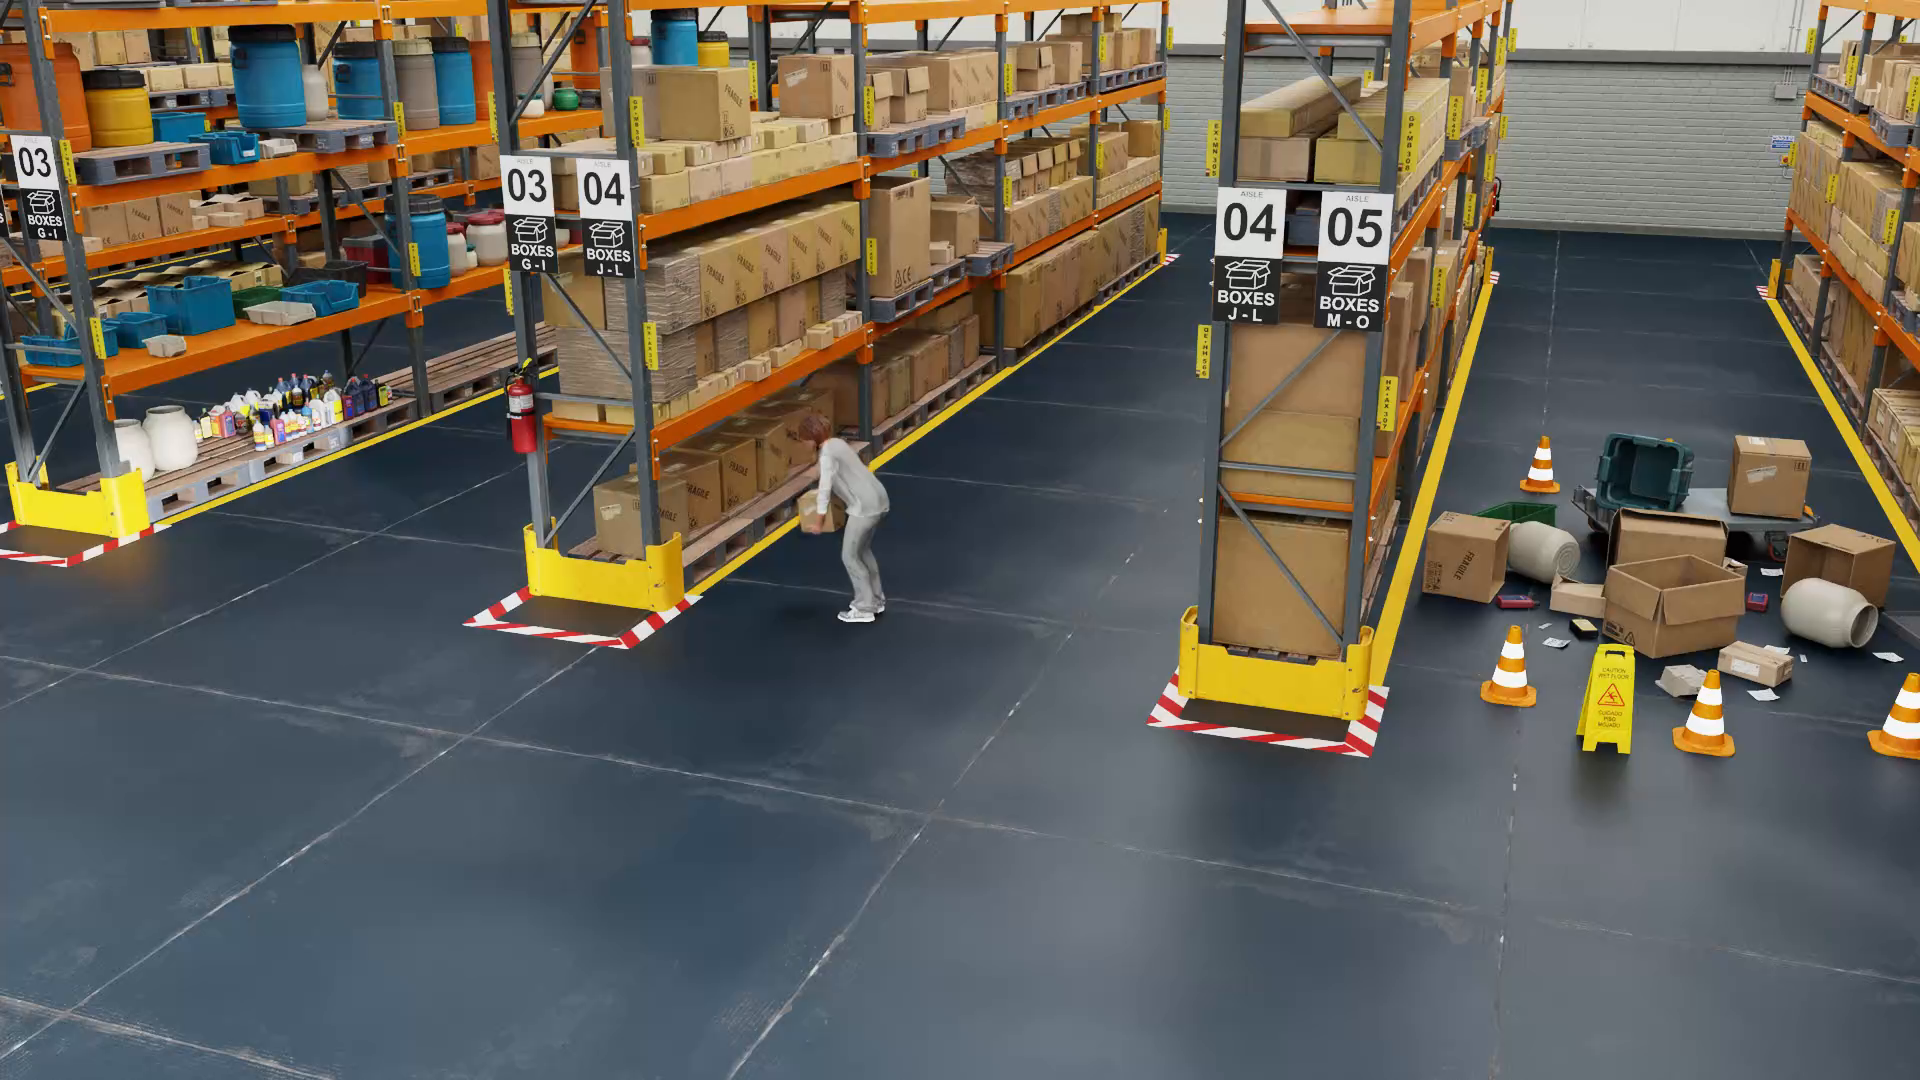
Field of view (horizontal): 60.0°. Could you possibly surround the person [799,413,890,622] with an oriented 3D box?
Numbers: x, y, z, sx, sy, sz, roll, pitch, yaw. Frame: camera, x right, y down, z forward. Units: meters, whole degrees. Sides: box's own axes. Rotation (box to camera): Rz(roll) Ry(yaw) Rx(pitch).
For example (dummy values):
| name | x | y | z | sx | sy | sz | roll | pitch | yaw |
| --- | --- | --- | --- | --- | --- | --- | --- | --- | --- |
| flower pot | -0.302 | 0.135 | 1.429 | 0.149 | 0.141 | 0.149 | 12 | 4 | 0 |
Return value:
| name | x | y | z | sx | sy | sz | roll | pitch | yaw |
| --- | --- | --- | --- | --- | --- | --- | --- | --- | --- |
| person | -0.812 | -0.160 | 11.747 | 0.636 | 1.473 | 0.376 | 6 | 20 | 17 |
